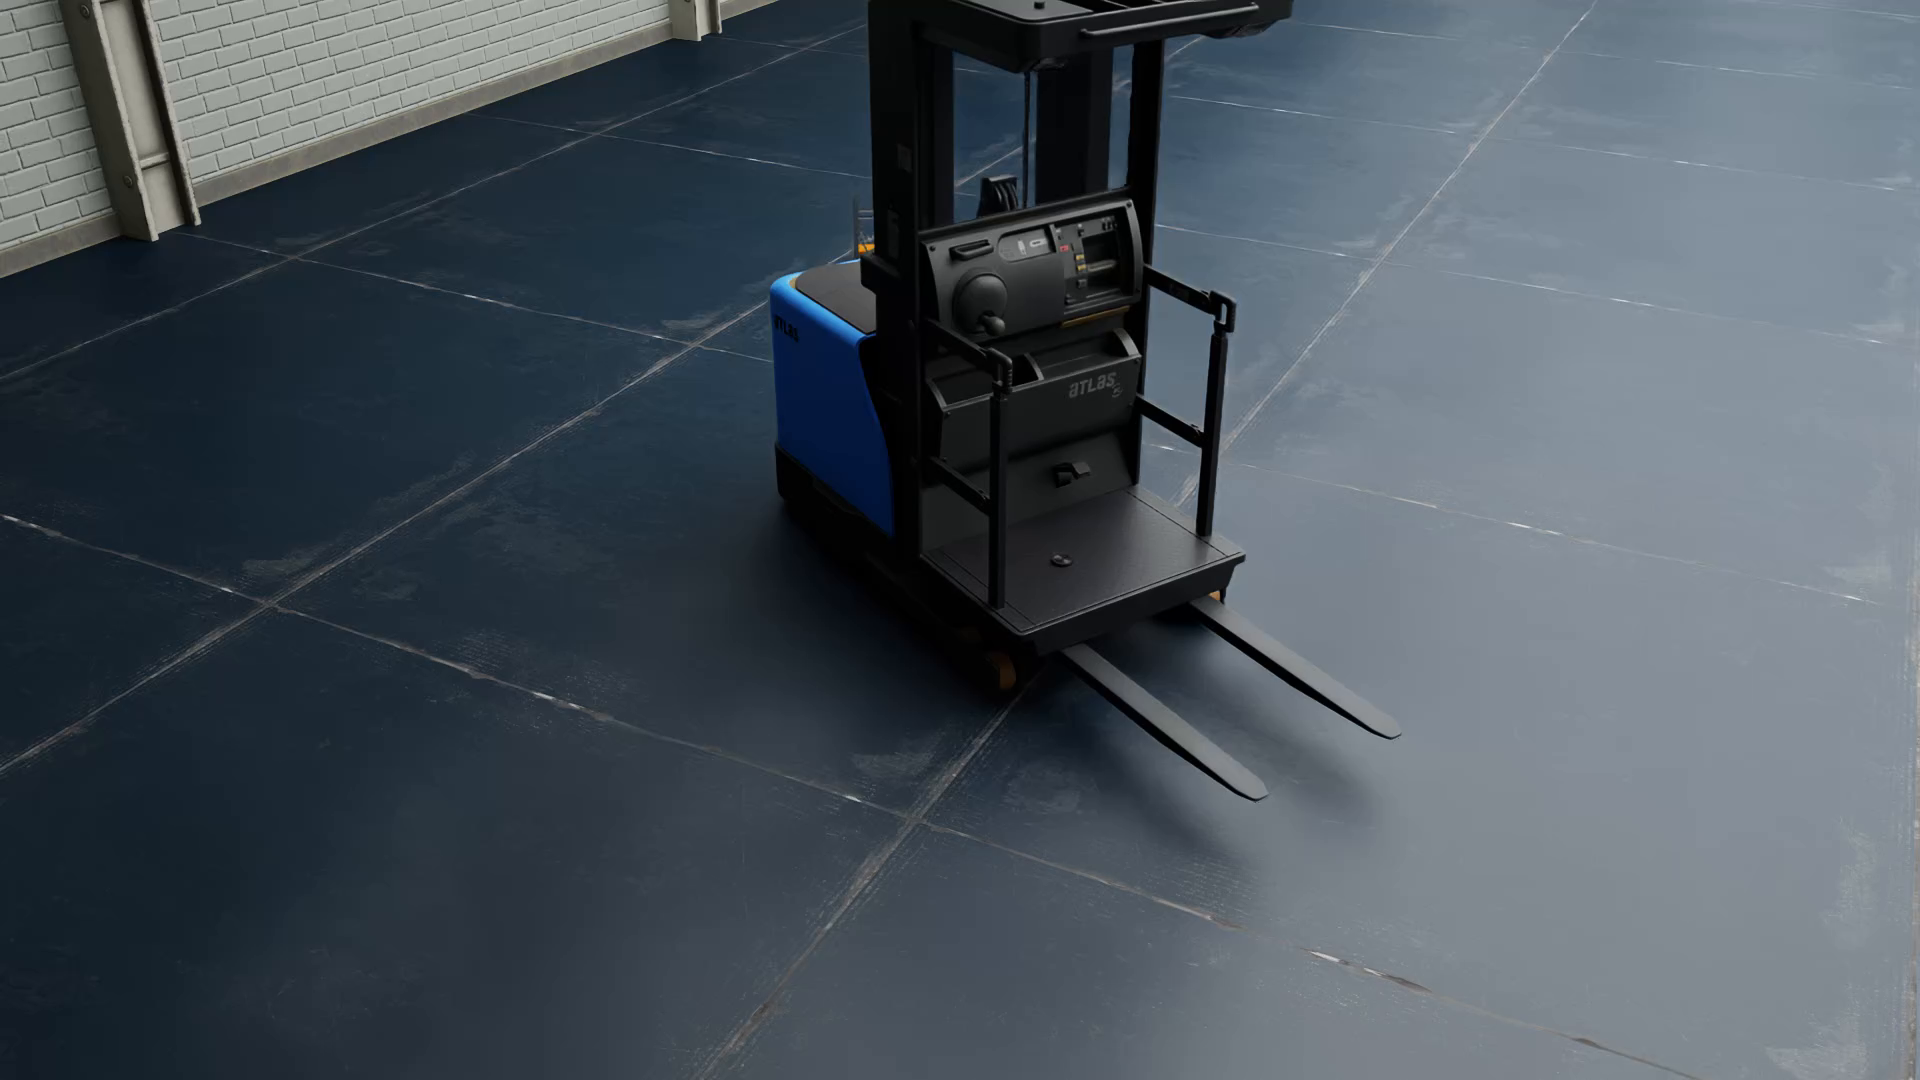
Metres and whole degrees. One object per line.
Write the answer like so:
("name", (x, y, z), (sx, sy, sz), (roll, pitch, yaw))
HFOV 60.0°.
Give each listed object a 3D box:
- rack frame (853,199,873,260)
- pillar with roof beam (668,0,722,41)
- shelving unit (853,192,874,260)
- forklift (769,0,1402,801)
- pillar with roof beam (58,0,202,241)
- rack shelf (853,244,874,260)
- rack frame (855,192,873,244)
("rack frame", (-0.360, -0.976, 7.700), (0.240, 1.200, 0.006), (0, 21, 0))
("pillar with roof beam", (1.393, -7.602, 11.451), (9.100, 9.000, 0.400), (14, 33, 23))
("shelving unit", (-0.361, -1.009, 7.786), (0.258, 1.200, 0.189), (0, 21, 0))
("forklift", (0.403, -0.962, 5.983), (1.130, 2.935, 3.031), (-18, 34, -28))
("pillar with roof beam", (-1.340, -4.942, 6.819), (9.100, 9.000, 0.400), (14, 33, 23))
("rack shelf", (-0.361, -1.304, 7.673), (0.258, 0.103, 0.180), (0, 21, 0))
("rack frame", (-0.362, -1.041, 7.871), (0.240, 1.200, 0.006), (0, 21, 0))
